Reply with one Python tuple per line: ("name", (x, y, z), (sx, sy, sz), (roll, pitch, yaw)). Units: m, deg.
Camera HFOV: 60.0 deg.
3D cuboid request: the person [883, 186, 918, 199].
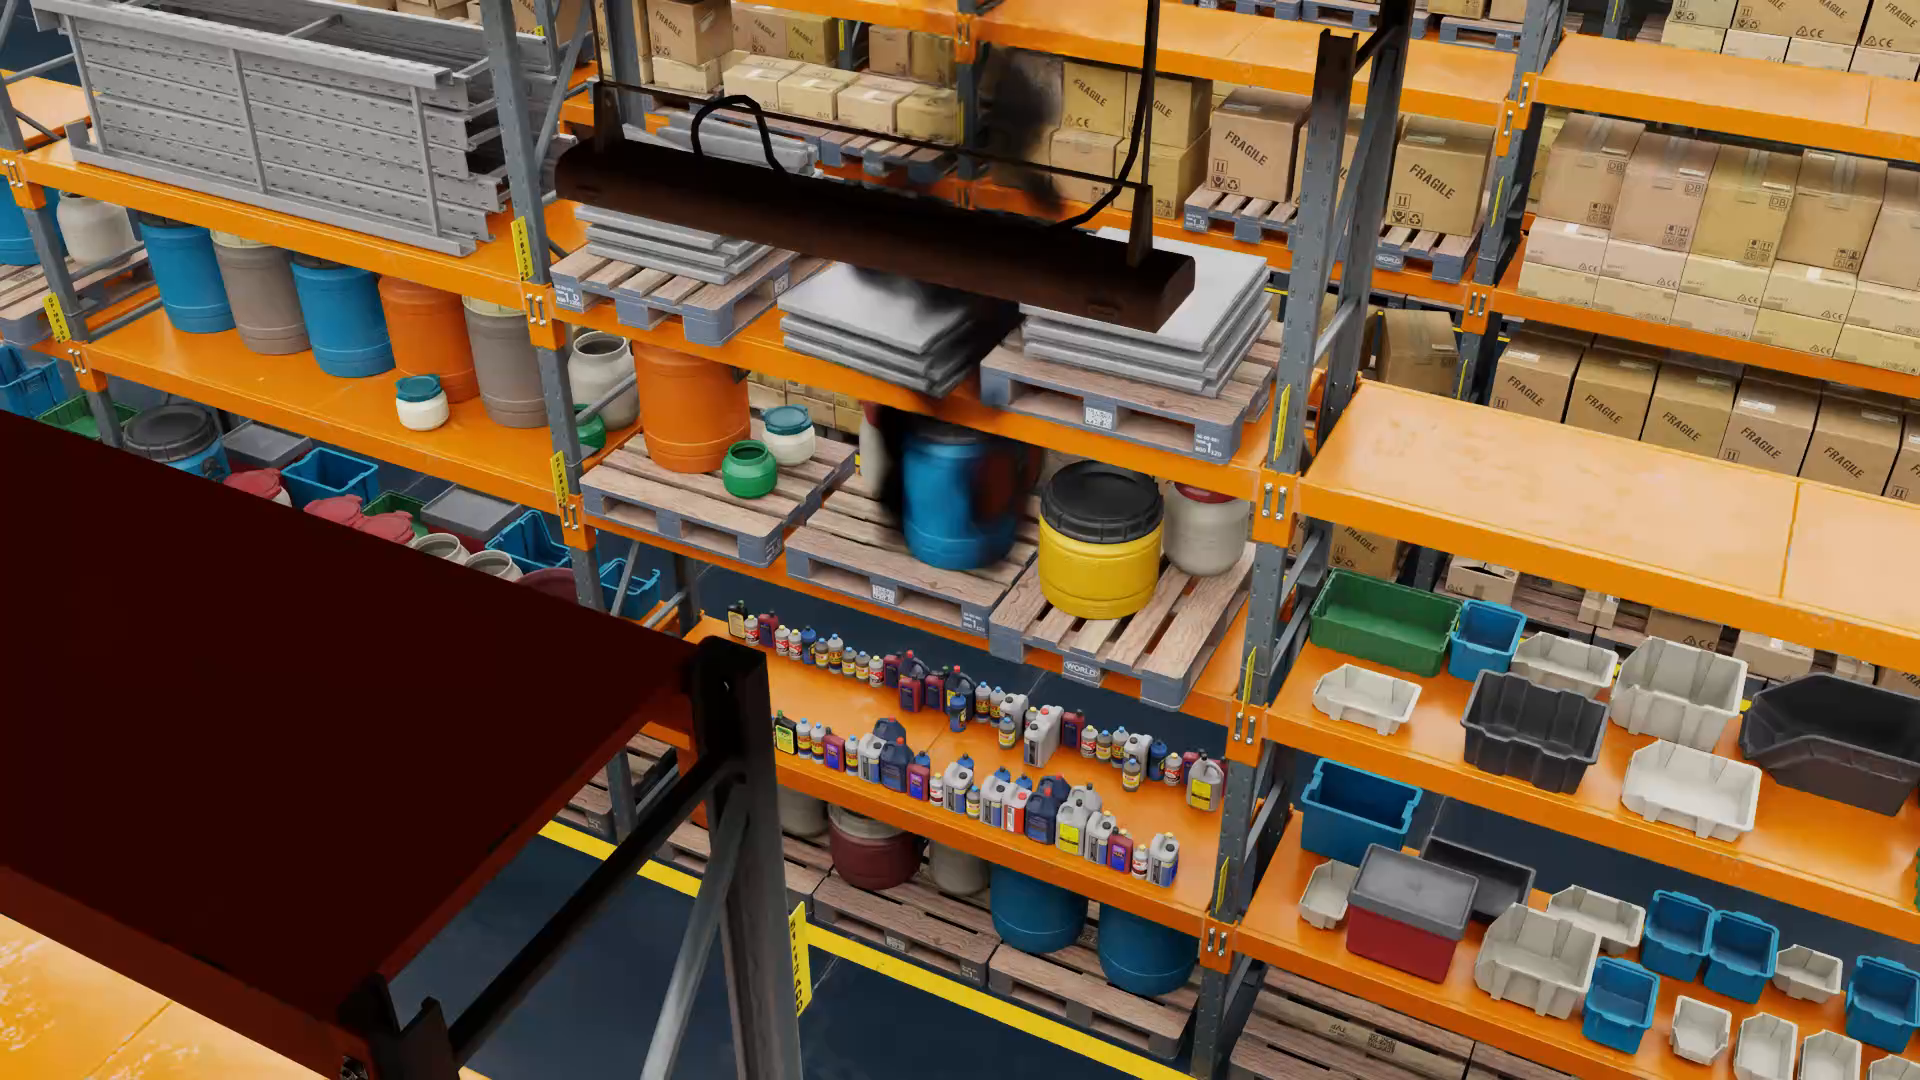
("person", (-0.625, -3.078, 16.742), (0.708, 1.773, 0.712), (12, 37, 17))
